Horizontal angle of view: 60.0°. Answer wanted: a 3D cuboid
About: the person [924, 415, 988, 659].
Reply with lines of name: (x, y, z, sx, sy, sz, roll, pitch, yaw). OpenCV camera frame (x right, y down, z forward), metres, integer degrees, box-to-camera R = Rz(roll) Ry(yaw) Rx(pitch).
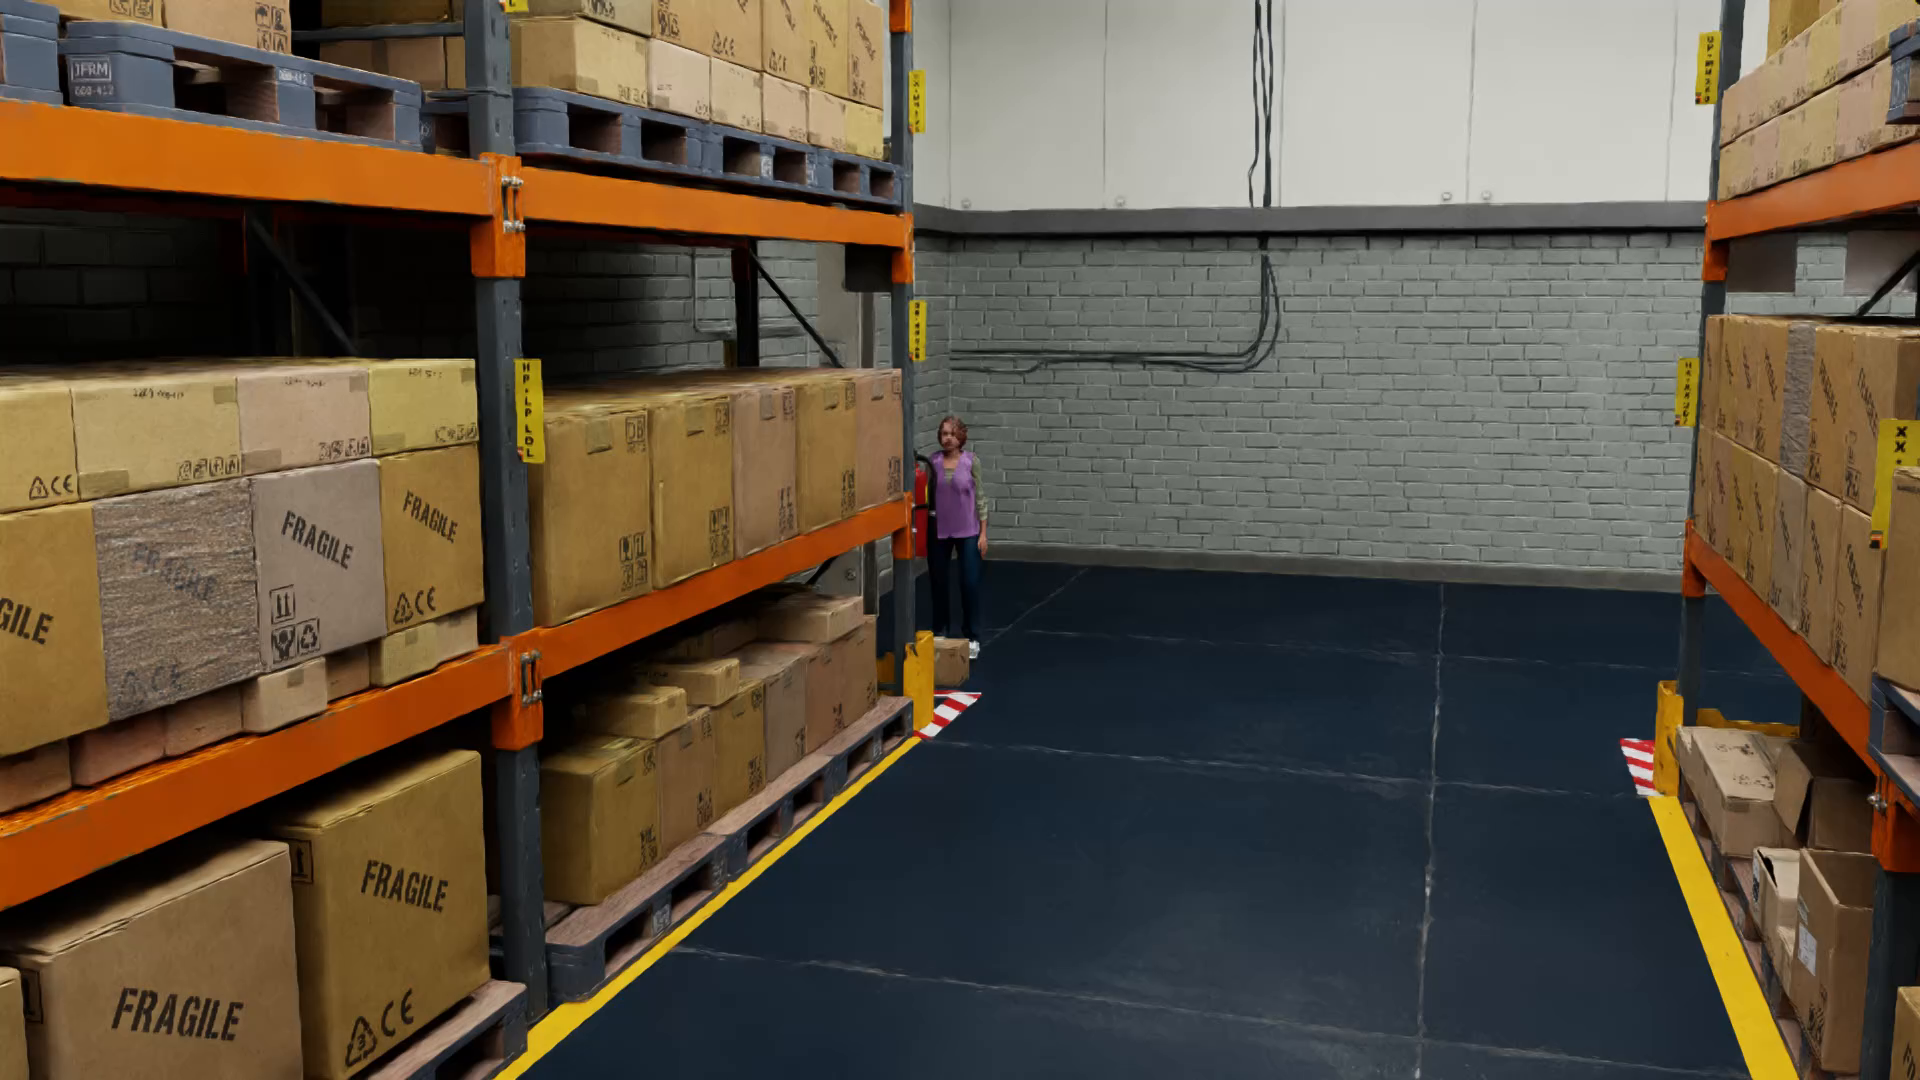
person: (-0.038, -0.023, 10.890, 0.456, 1.594, 0.349, 2, 9, 10)
